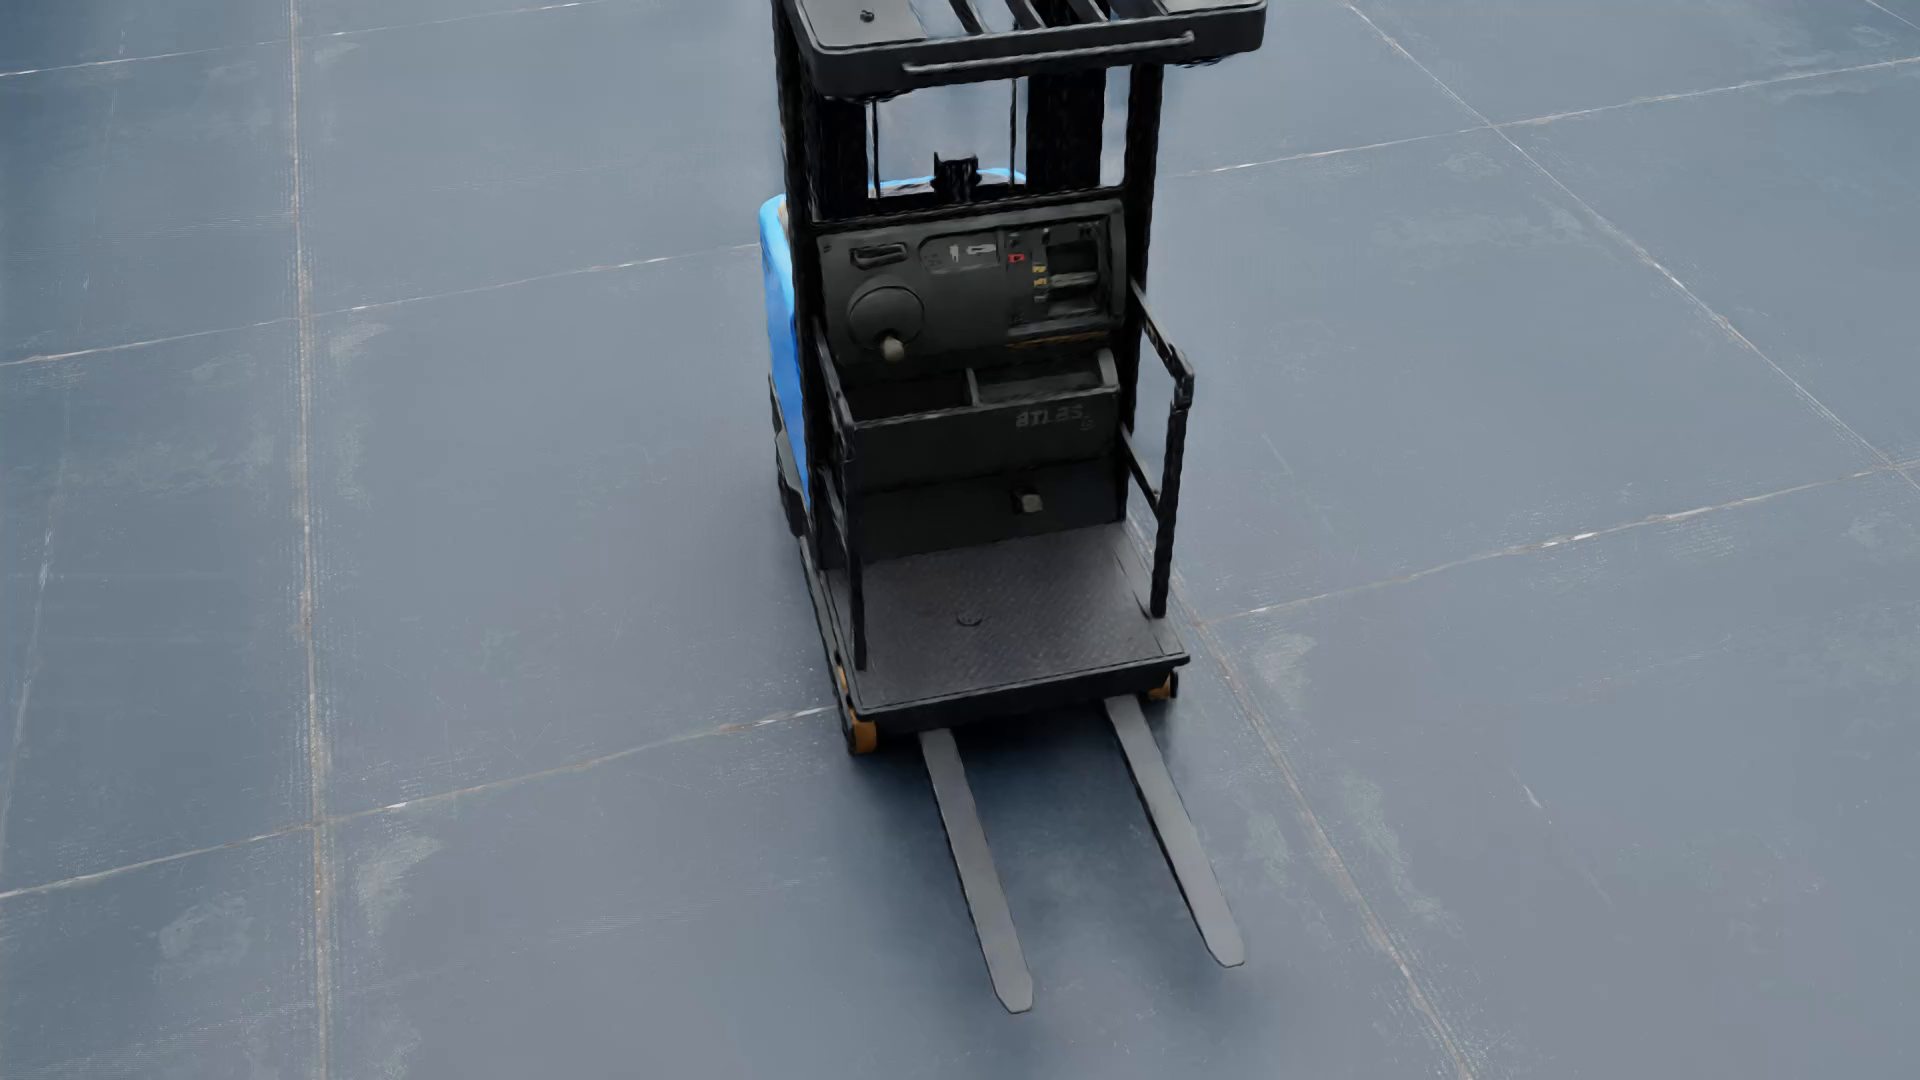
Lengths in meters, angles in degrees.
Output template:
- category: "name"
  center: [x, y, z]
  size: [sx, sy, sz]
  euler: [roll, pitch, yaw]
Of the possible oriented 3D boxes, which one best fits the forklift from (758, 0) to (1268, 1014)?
- category: "forklift"
  center: [0.099, -0.686, 4.807]
  size: [1.130, 2.935, 3.031]
  euler: [-9, 42, -10]
